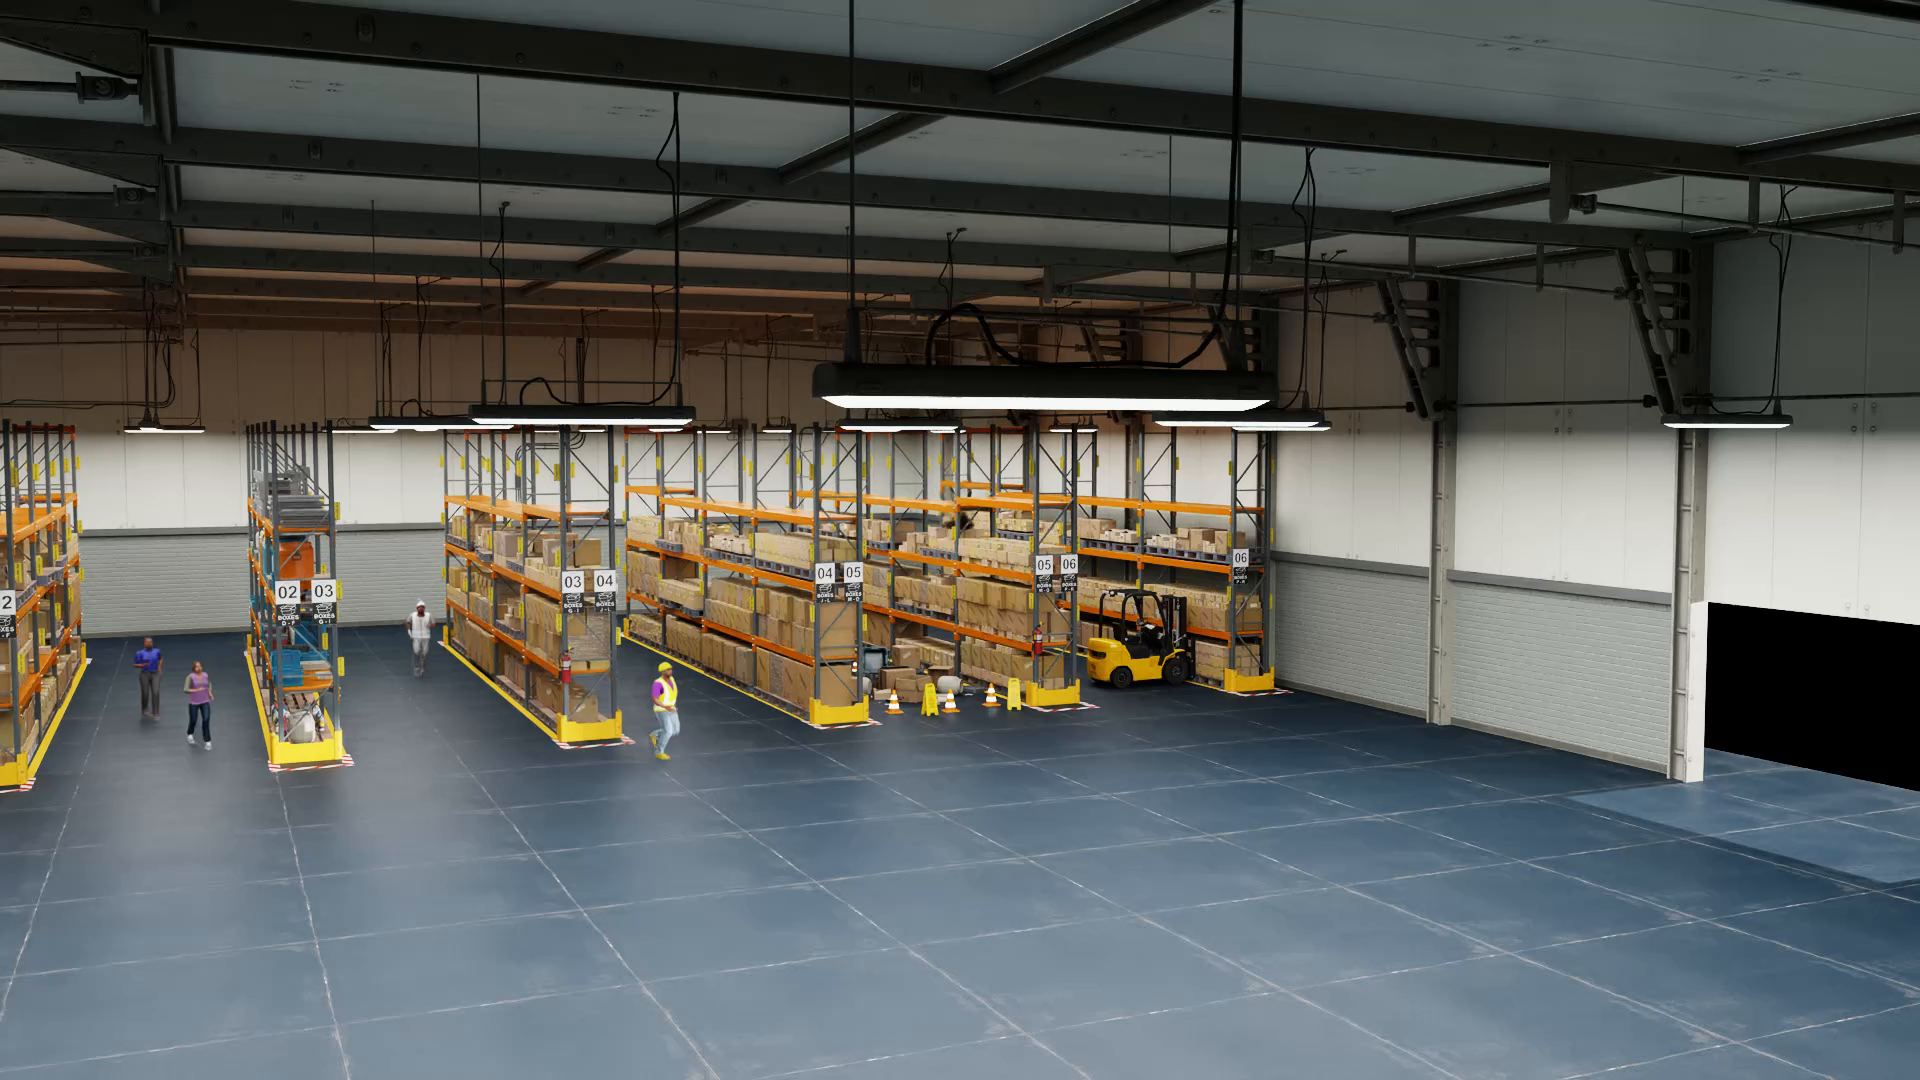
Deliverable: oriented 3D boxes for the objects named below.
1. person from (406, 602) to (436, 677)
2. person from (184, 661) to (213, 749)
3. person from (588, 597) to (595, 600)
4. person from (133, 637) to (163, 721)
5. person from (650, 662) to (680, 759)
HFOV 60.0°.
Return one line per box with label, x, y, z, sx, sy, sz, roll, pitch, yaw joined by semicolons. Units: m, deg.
person;-12.855;2.371;39.705;0.667;1.802;0.752;-2;4;-25
person;-13.936;2.998;30.444;0.535;1.592;0.887;-3;5;-41
person;-10.190;1.968;45.828;0.716;1.781;0.874;-1;4;-11
person;-16.290;2.773;33.416;0.575;1.657;0.909;-2;4;-35
person;-5.247;3.022;29.552;0.661;1.721;0.716;1;4;22
